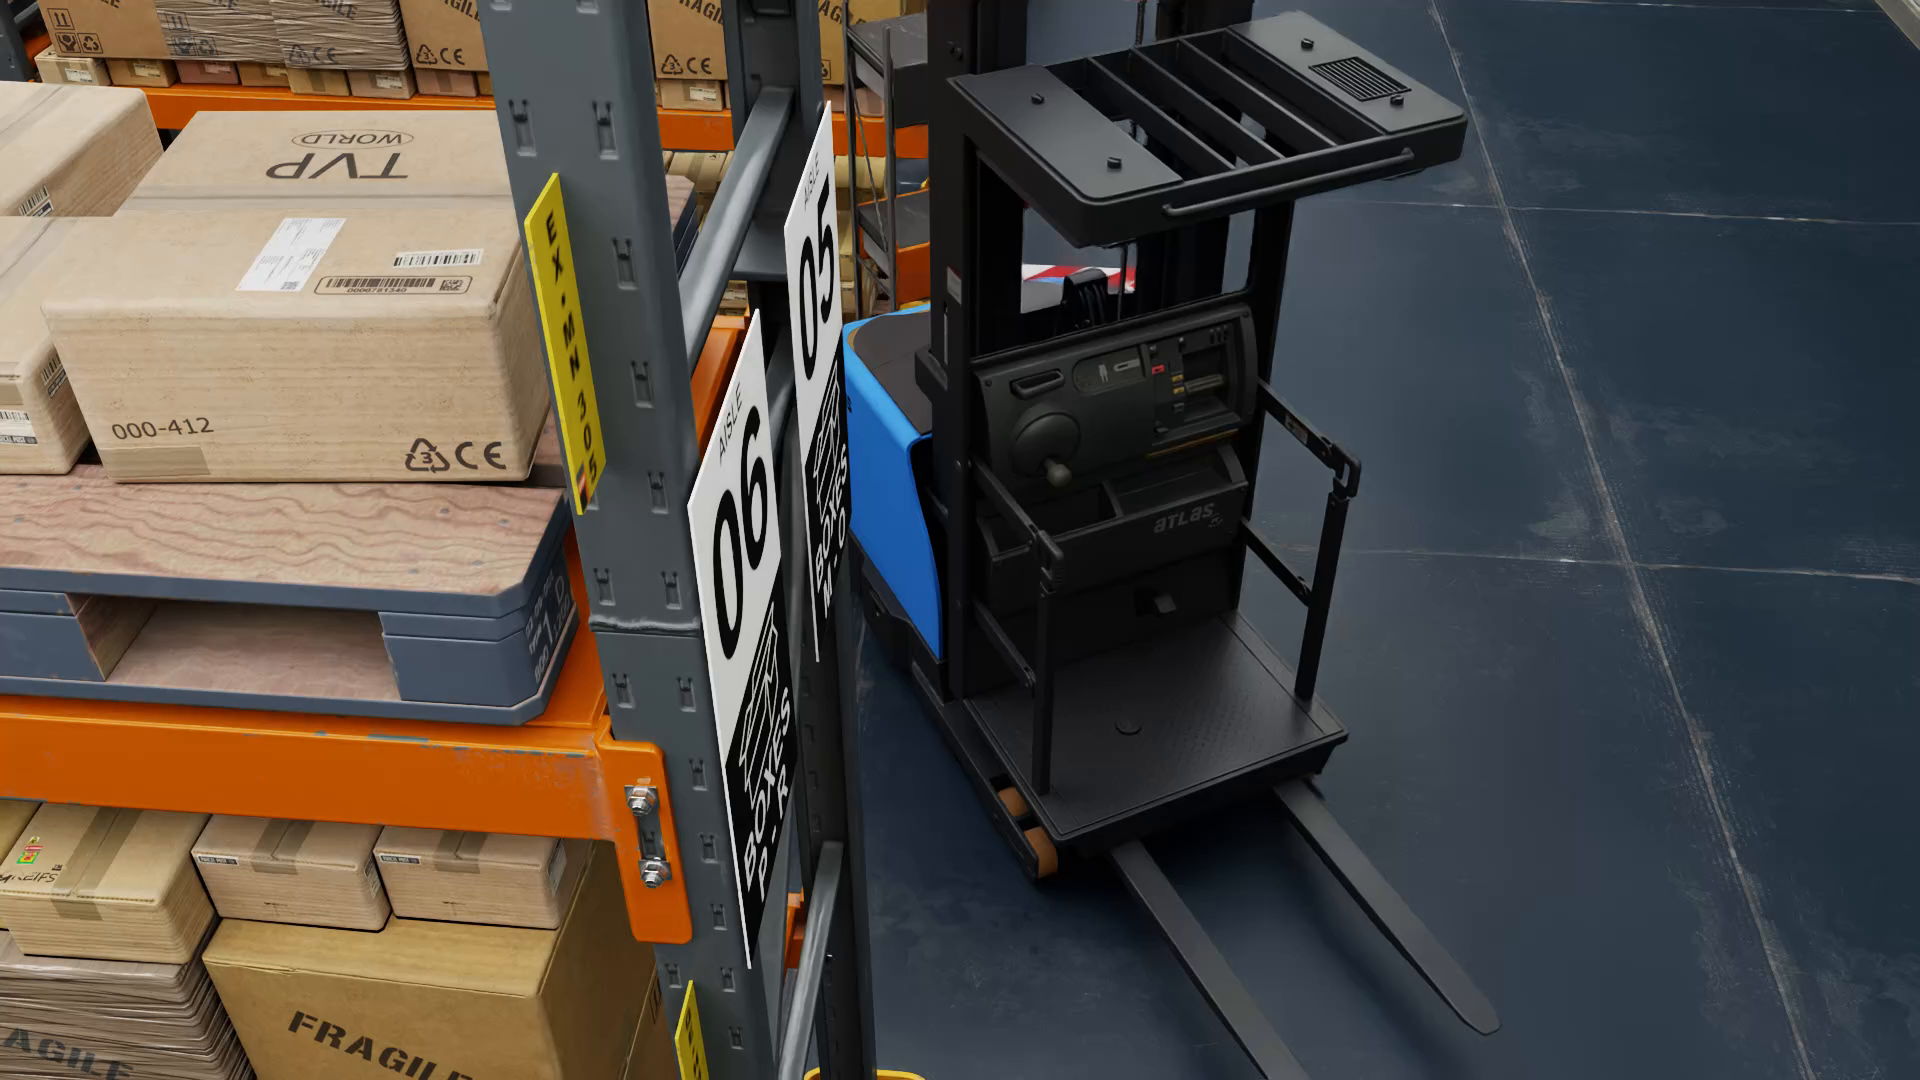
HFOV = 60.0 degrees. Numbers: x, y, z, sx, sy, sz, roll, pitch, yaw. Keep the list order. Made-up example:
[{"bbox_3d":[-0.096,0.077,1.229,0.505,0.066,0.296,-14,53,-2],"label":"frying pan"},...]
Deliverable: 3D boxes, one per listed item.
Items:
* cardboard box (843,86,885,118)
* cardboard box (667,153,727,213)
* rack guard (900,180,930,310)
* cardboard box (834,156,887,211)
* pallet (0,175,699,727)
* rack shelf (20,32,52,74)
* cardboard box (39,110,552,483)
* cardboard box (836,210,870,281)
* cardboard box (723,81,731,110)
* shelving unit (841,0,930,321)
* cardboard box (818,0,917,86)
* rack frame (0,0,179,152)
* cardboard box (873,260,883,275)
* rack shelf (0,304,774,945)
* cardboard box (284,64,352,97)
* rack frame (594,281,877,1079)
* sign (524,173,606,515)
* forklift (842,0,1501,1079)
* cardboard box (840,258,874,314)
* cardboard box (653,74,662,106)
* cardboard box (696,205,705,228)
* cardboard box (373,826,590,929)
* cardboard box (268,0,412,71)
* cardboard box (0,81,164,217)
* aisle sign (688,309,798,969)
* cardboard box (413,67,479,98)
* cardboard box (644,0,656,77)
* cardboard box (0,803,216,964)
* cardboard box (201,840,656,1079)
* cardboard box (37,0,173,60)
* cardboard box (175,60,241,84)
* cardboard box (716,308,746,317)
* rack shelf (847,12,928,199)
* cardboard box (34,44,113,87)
[{"bbox_3d":[-0.333,-1.906,6.914,0.250,0.149,0.380,3,39,4],"label":"cardboard box"},{"bbox_3d":[-1.256,-1.689,7.903,0.250,0.149,0.380,1,39,2],"label":"cardboard box"},{"bbox_3d":[-0.060,-1.198,7.826,0.348,0.500,1.175,3,39,4],"label":"rack guard"},{"bbox_3d":[-0.477,-1.694,7.909,0.250,0.149,0.380,1,39,2],"label":"cardboard box"},{"bbox_3d":[-1.050,-0.208,2.323,1.213,0.211,1.003,3,39,4],"label":"pallet"},{"bbox_3d":[-5.962,-2.211,7.660,4.000,0.370,1.077,3,39,4],"label":"rack shelf"},{"bbox_3d":[-0.766,-0.319,2.097,0.500,0.250,0.500,0,39,0],"label":"cardboard box"},{"bbox_3d":[-0.533,-1.321,7.451,0.250,0.149,0.380,4,39,4],"label":"cardboard box"},{"bbox_3d":[-0.829,-1.947,6.965,0.250,0.149,0.380,3,39,3],"label":"cardboard box"},{"bbox_3d":[-0.103,-1.061,6.390,0.503,2.100,0.431,-17,42,-19],"label":"shelving unit"},{"bbox_3d":[-0.454,-2.180,6.737,0.500,0.500,0.500,4,39,5],"label":"cardboard box"},{"bbox_3d":[-3.969,-2.381,7.299,0.127,3.000,1.000,3,39,4],"label":"rack frame"},{"bbox_3d":[-0.478,-1.450,8.082,0.250,0.149,0.380,4,39,5],"label":"cardboard box"},{"bbox_3d":[-2.303,-0.038,2.614,4.000,0.370,1.077,3,39,4],"label":"rack shelf"},{"bbox_3d":[-2.665,-2.040,7.080,0.250,0.149,0.380,4,39,5],"label":"cardboard box"},{"bbox_3d":[-0.310,0.955,3.200,0.127,3.000,1.000,3,39,4],"label":"rack frame"},{"bbox_3d":[-0.371,-0.180,1.580,0.005,0.325,0.100,3,39,4],"label":"sign"},{"bbox_3d":[0.583,-0.358,4.868,1.130,2.935,3.031,-17,42,-19],"label":"forklift"},{"bbox_3d":[-0.534,-1.185,7.520,0.250,0.149,0.380,2,39,3],"label":"cardboard box"},{"bbox_3d":[-1.345,-1.979,7.005,0.250,0.149,0.380,2,39,2],"label":"cardboard box"},{"bbox_3d":[-1.300,-1.359,7.498,0.250,0.149,0.380,2,39,2],"label":"cardboard box"},{"bbox_3d":[-0.685,0.384,2.518,0.250,0.149,0.380,4,39,4],"label":"cardboard box"},{"bbox_3d":[-2.505,-2.277,6.857,0.500,0.500,0.500,2,39,3],"label":"cardboard box"},{"bbox_3d":[-1.375,-0.516,2.419,0.250,0.149,0.380,4,39,5],"label":"cardboard box"},{"bbox_3d":[-0.265,0.146,2.135,0.004,0.787,0.394,3,39,4],"label":"aisle sign"},{"bbox_3d":[-2.128,-2.036,7.074,0.250,0.149,0.380,5,39,6],"label":"cardboard box"},{"bbox_3d":[-1.472,-2.233,6.802,0.500,0.500,0.500,3,39,4],"label":"cardboard box"},{"bbox_3d":[-1.205,0.424,2.468,0.250,0.149,0.380,3,39,3],"label":"cardboard box"},{"bbox_3d":[-0.811,0.652,2.701,0.500,0.500,0.500,4,39,5],"label":"cardboard box"},{"bbox_3d":[-3.497,-2.350,6.946,0.500,0.500,0.500,2,39,3],"label":"cardboard box"},{"bbox_3d":[-3.181,-2.114,7.170,0.250,0.149,0.380,2,39,2],"label":"cardboard box"},{"bbox_3d":[-1.047,-1.137,7.696,0.250,0.149,0.380,3,39,4],"label":"cardboard box"},{"bbox_3d":[-0.103,-1.593,5.956,0.480,0.518,0.431,-17,42,-19],"label":"rack shelf"},{"bbox_3d":[-3.715,-2.063,7.107,0.250,0.149,0.380,4,39,5],"label":"cardboard box"}]
